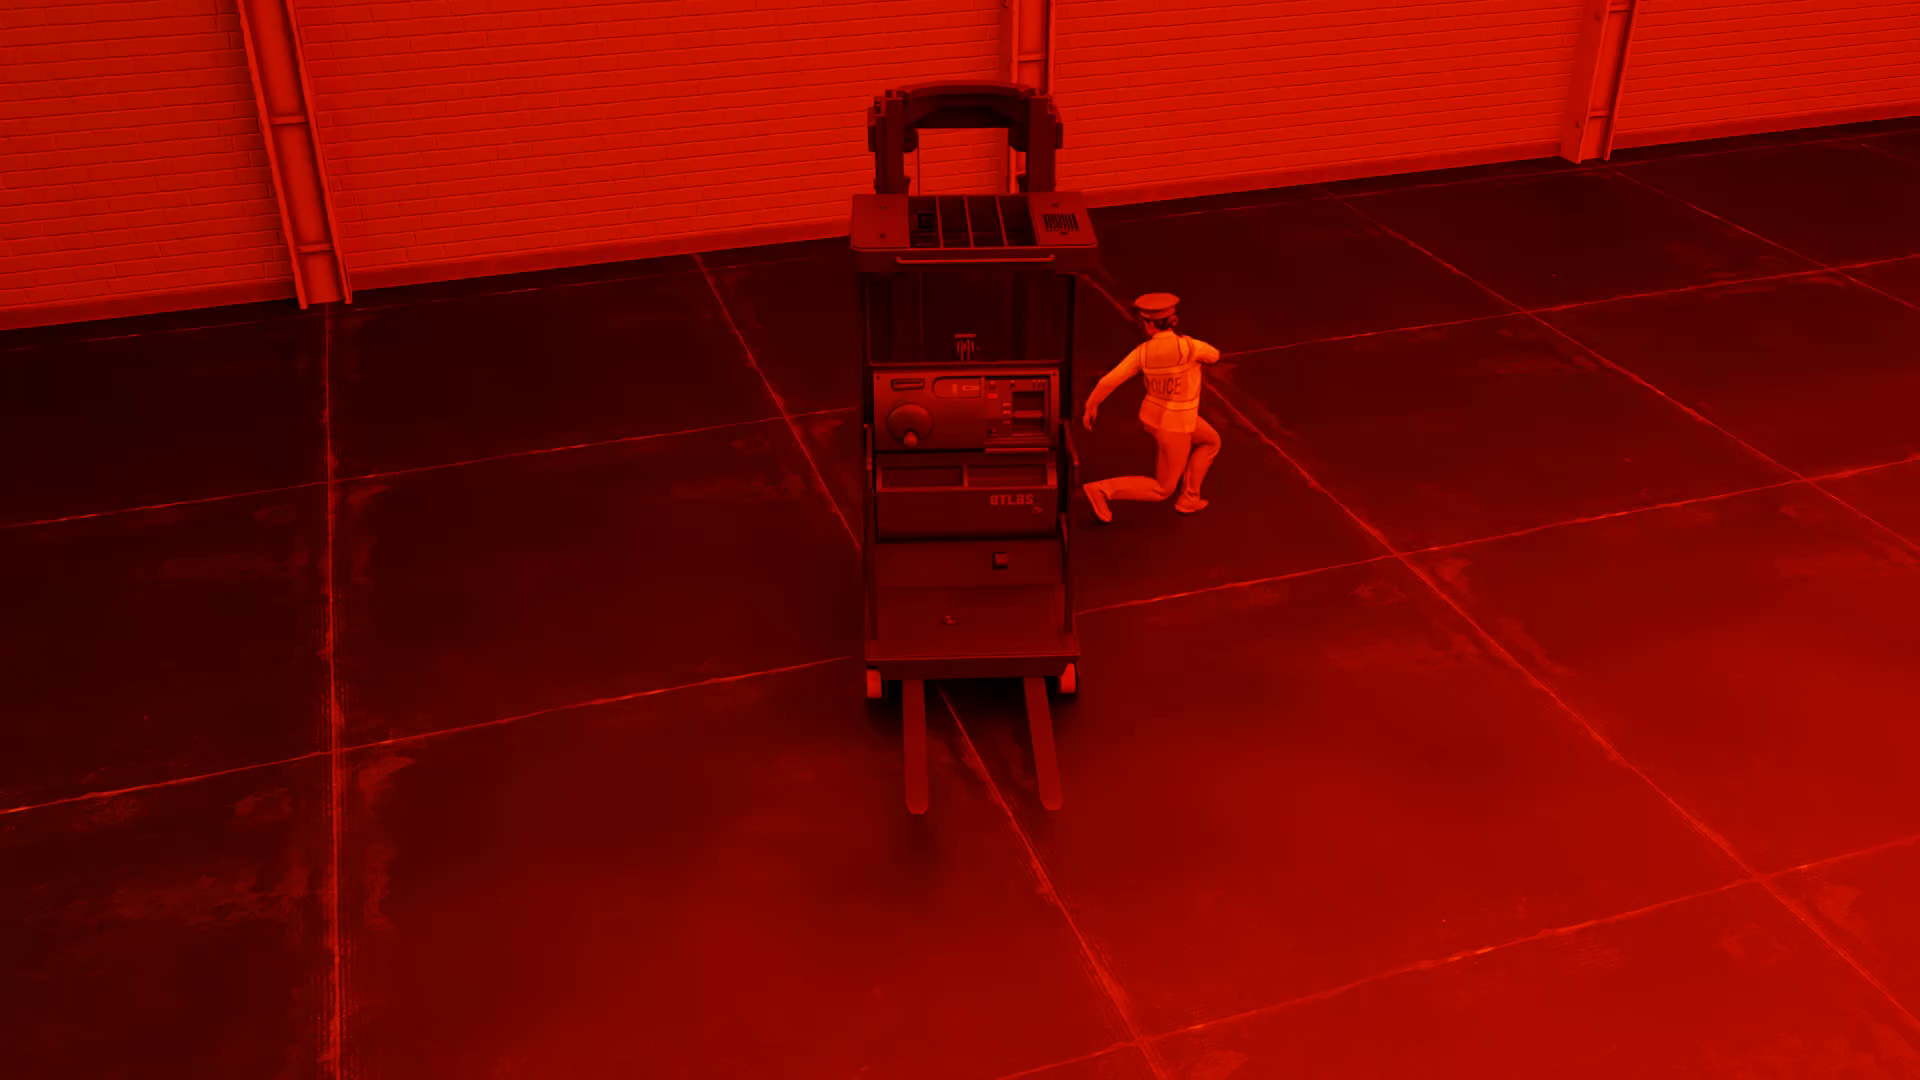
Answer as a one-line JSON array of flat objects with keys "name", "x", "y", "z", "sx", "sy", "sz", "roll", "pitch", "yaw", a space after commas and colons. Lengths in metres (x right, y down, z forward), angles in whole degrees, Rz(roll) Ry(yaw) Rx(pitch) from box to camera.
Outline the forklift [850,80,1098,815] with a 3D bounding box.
[{"name": "forklift", "x": 0.045, "y": -0.611, "z": 8.150, "sx": 1.130, "sy": 2.935, "sz": 3.031, "roll": -1, "pitch": 30, "yaw": -2}]

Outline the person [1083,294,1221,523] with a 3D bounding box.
[{"name": "person", "x": 1.153, "y": -0.773, "z": 10.008, "sx": 0.892, "sy": 1.441, "sz": 0.611, "roll": -15, "pitch": 33, "yaw": -25}]
